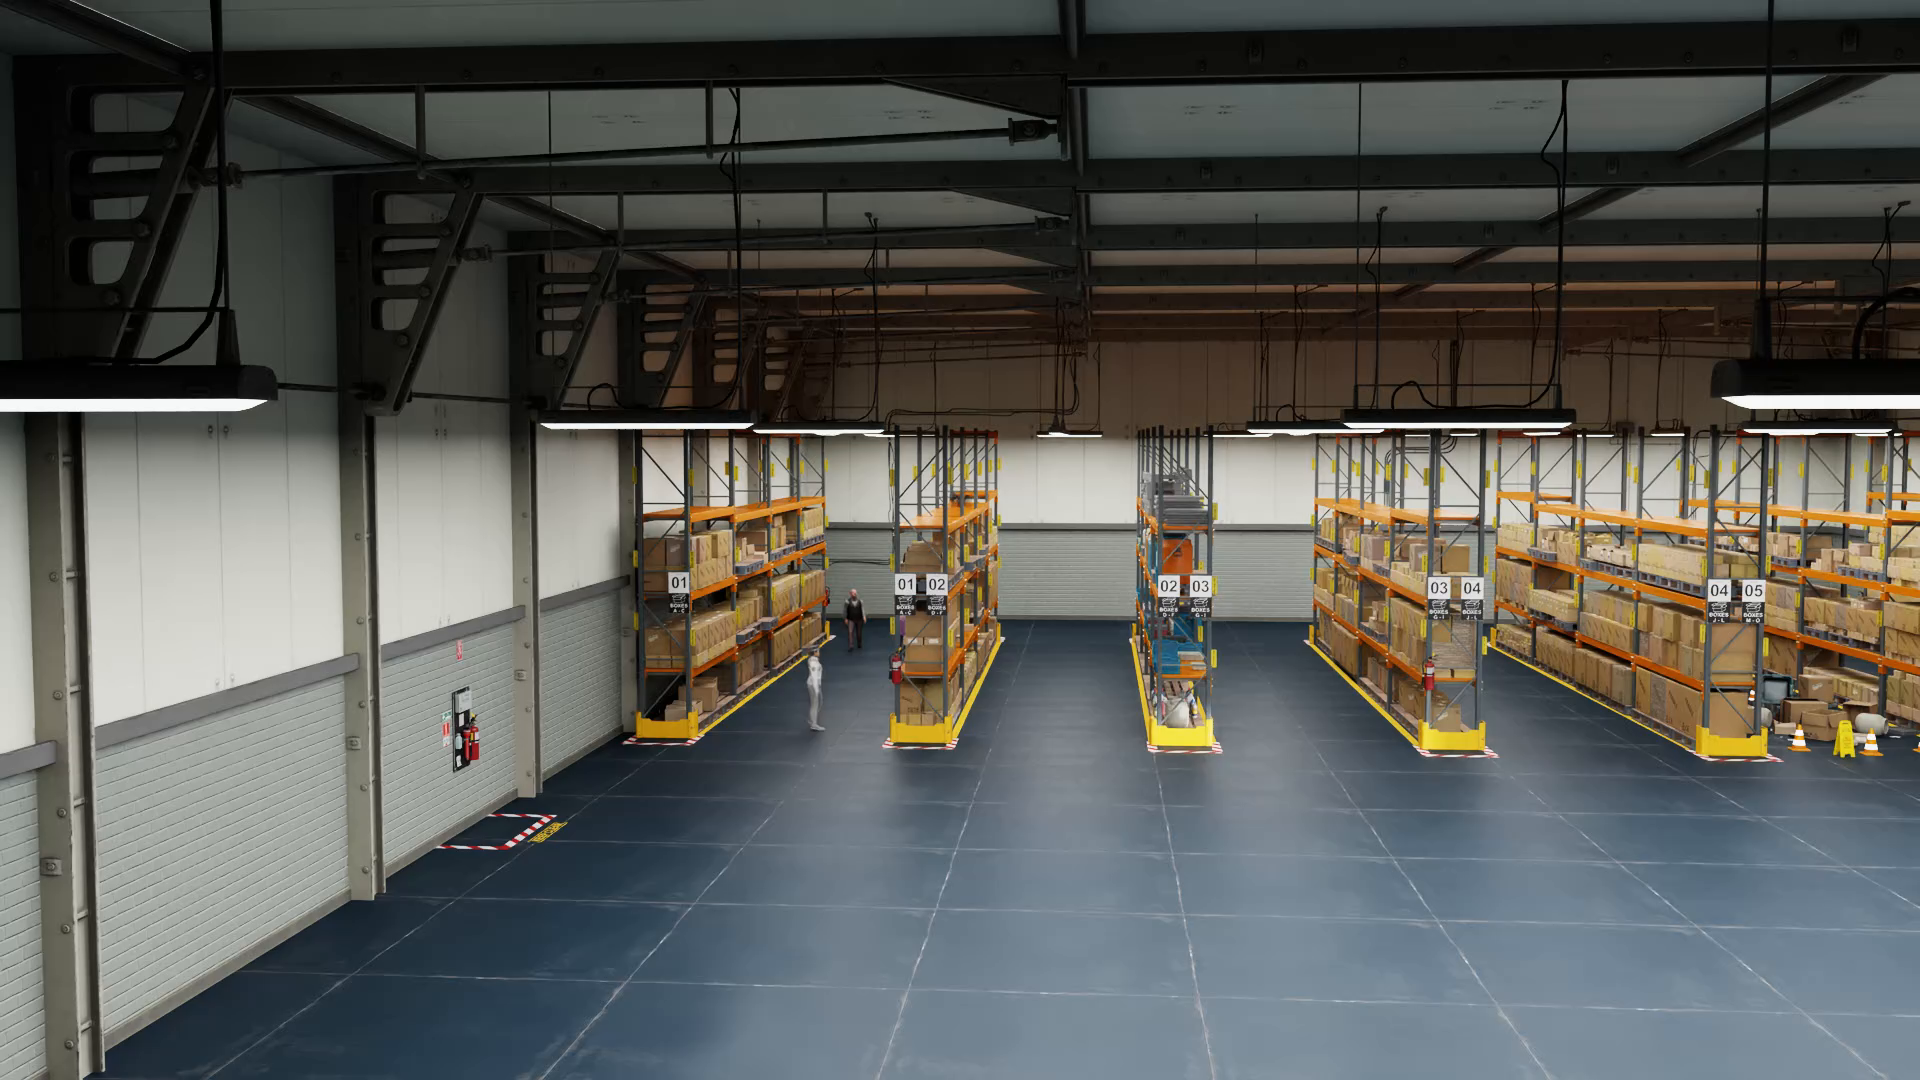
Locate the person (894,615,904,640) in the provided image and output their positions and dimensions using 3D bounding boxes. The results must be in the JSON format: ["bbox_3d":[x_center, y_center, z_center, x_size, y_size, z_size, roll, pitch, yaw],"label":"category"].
[{"bbox_3d":[-1.455,2.128,42.233,0.482,0.923,0.375,0,3,2],"label":"person"}]

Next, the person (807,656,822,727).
[{"bbox_3d":[-2.880,2.989,32.942,0.310,1.387,0.548,0,3,-4],"label":"person"}]

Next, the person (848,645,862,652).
[{"bbox_3d":[-2.842,2.893,45.111,0.330,0.249,1.009,0,3,2],"label":"person"}]
